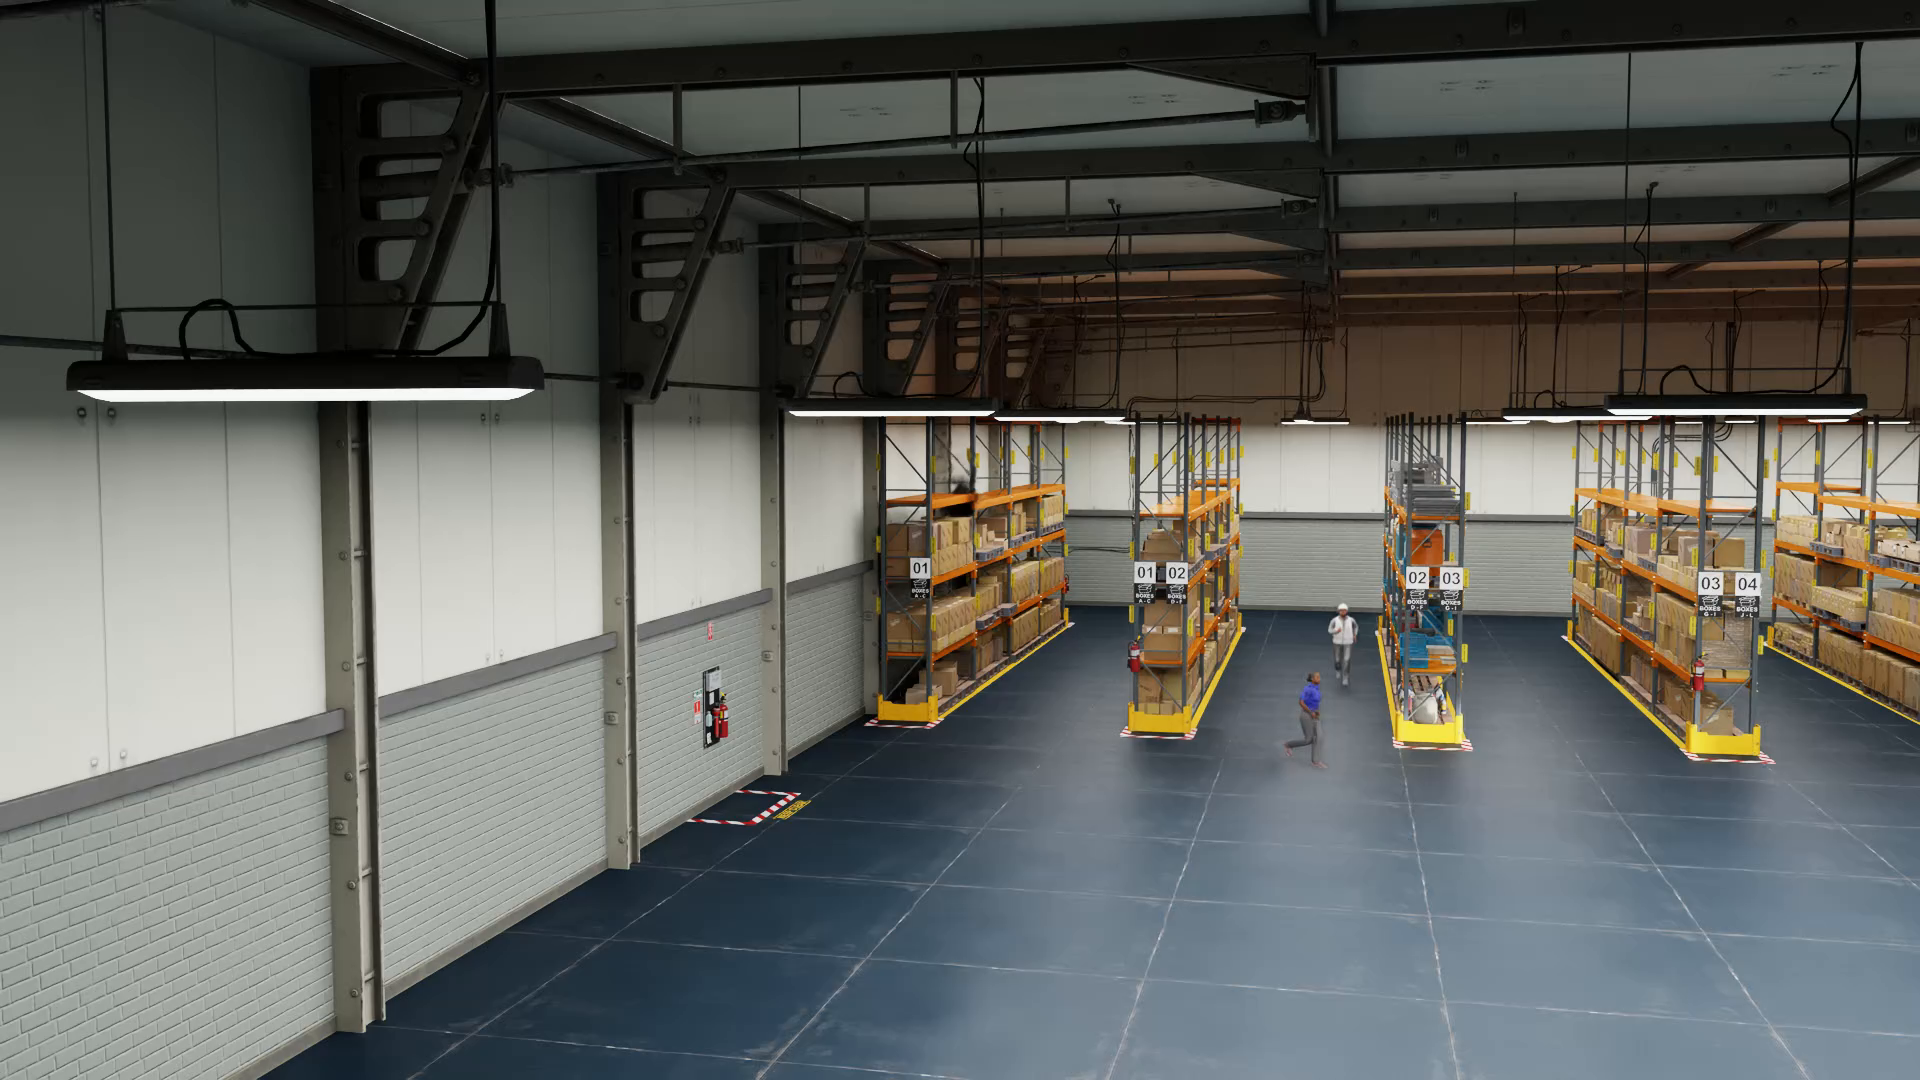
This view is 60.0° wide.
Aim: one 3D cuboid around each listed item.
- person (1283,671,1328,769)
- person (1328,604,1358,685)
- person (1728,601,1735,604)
[{"bbox_3d":[5.886,3.020,28.162,0.794,1.640,0.600,2,5,32],"label":"person"},{"bbox_3d":[8.544,2.304,37.105,0.655,1.761,0.969,1,4,13],"label":"person"},{"bbox_3d":[19.539,2.021,41.737,0.687,1.733,0.765,2,4,23],"label":"person"}]
